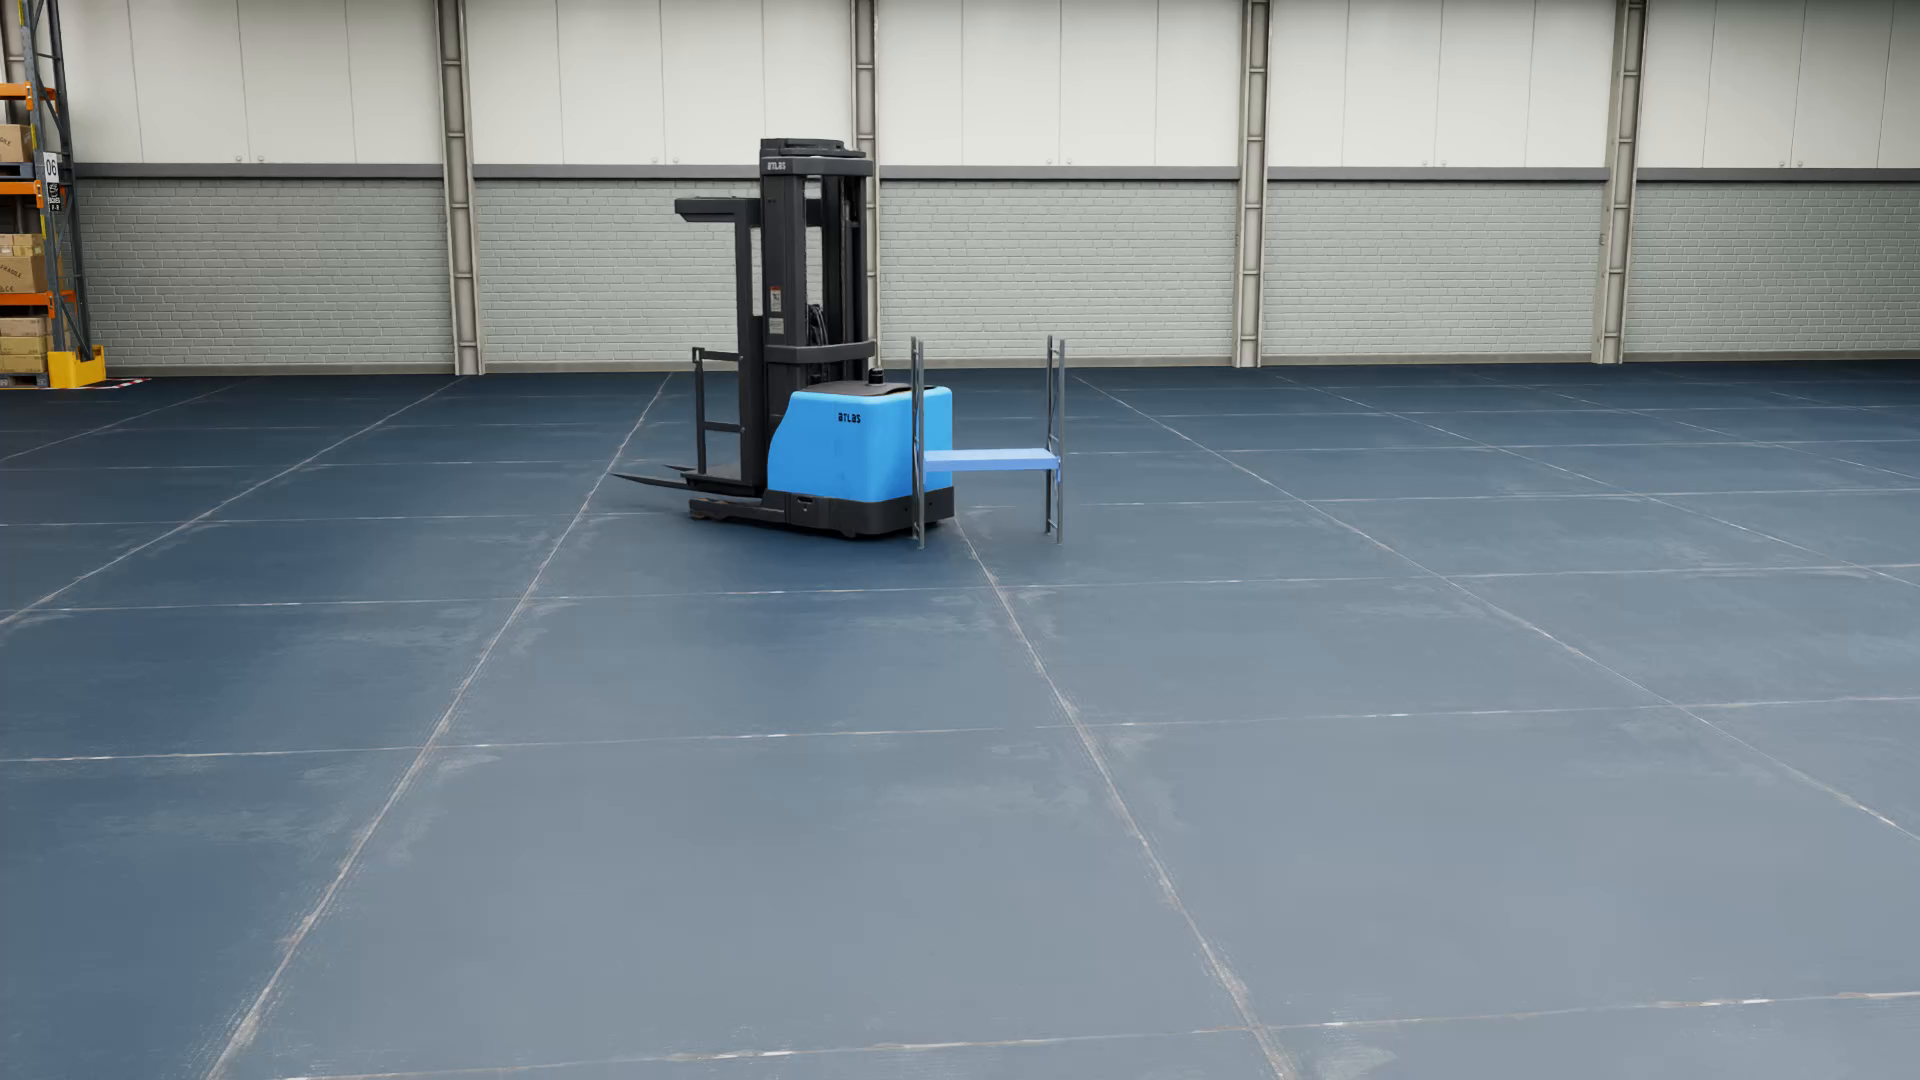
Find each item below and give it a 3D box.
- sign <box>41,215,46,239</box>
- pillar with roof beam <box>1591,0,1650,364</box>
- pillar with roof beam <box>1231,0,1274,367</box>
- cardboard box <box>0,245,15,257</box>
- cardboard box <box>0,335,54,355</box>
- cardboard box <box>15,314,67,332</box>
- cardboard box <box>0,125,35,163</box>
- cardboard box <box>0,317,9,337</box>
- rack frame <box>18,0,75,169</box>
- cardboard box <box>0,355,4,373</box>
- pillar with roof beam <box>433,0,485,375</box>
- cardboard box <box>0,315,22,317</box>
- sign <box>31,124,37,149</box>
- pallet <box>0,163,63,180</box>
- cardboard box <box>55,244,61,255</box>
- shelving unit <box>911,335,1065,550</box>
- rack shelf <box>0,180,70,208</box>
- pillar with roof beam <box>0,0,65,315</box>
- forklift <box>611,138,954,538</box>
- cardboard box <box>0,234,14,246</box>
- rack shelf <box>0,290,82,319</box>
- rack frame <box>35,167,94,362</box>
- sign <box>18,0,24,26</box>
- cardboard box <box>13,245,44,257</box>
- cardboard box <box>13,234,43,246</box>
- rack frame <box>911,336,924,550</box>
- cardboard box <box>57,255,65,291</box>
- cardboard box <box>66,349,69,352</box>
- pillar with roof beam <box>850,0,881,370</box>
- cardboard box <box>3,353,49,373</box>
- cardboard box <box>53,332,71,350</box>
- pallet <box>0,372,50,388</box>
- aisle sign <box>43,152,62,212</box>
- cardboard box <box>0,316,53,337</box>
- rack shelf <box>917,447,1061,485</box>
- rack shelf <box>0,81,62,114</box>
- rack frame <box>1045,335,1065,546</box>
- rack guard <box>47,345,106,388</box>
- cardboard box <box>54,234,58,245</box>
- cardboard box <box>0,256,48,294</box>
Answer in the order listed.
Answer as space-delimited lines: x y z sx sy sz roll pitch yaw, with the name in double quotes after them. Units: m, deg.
-12.523 -4.275 22.720 0.005 0.325 0.100 -1 11 -6 "sign"
10.967 -6.471 21.956 0.400 9.000 9.100 -1 11 -6 "pillar with roof beam"
5.002 -6.346 21.320 0.400 9.000 9.100 -1 11 -6 "pillar with roof beam"
-13.133 -3.990 22.947 0.250 0.149 0.380 -1 11 -5 "cardboard box"
-13.018 -2.727 23.206 0.500 0.250 0.500 -1 11 -7 "cardboard box"
-13.066 -3.068 23.648 0.500 0.250 0.500 -1 11 -7 "cardboard box"
-12.981 -5.415 22.752 0.500 0.500 0.500 -1 11 -4 "cardboard box"
-13.499 -2.961 23.101 0.500 0.250 0.500 -1 11 -5 "cardboard box"
-12.568 -6.638 22.807 0.127 3.000 1.000 -1 11 -6 "rack frame"
-13.496 -2.473 23.209 0.500 0.250 0.500 -1 11 -6 "cardboard box"
-6.927 -6.096 20.049 0.400 9.000 9.100 -1 11 -6 "pillar with roof beam"
-13.562 -3.057 23.591 0.500 0.250 0.500 -1 11 -6 "cardboard box"
-12.523 -5.458 22.488 0.005 0.325 0.100 -1 11 -6 "sign"
-13.273 -5.113 23.055 1.213 0.211 1.003 -1 11 -6 "pallet"
-12.933 -4.105 23.531 0.250 0.149 0.380 -1 11 -8 "cardboard box"
0.195 -0.725 12.169 1.048 1.500 0.538 -2 11 -8 "shelving unit"
-14.556 -4.772 22.954 4.000 0.370 1.077 -1 11 -6 "rack shelf"
-12.892 -5.971 19.413 0.400 9.000 9.100 -1 11 -6 "pillar with roof beam"
-1.533 -1.654 13.183 3.031 2.935 1.130 8 14 36 "forklift"
-13.143 -4.149 22.985 0.250 0.149 0.380 -1 11 -6 "cardboard box"
-14.556 -3.300 23.243 4.000 0.370 1.077 -1 11 -6 "rack shelf"
-12.568 -3.695 23.386 0.127 3.000 1.000 -1 11 -6 "rack frame"
-12.523 -7.031 22.178 0.005 0.325 0.100 -1 11 -6 "sign"
-12.882 -4.001 23.003 0.250 0.149 0.380 -1 11 -5 "cardboard box"
-12.901 -4.160 23.041 0.250 0.149 0.380 -1 11 -6 "cardboard box"
-0.308 -0.711 12.099 0.032 1.500 0.500 -2 11 -8 "rack frame"
-13.090 -3.787 23.595 0.500 0.500 0.500 -1 11 -4 "cardboard box"
-13.077 -2.579 23.749 0.500 0.250 0.500 -1 11 -6 "cardboard box"
-0.963 -6.221 20.685 0.400 9.000 9.100 -1 11 -6 "pillar with roof beam"
-13.001 -2.481 23.252 0.500 0.250 0.500 -1 11 -6 "cardboard box"
-13.058 -2.827 23.715 0.500 0.250 0.500 -1 11 -5 "cardboard box"
-13.323 -2.303 23.533 1.213 0.211 1.003 -1 11 -6 "pallet"
-12.471 -4.915 22.855 0.004 0.787 0.394 -1 11 -6 "aisle sign"
-12.992 -2.973 23.161 0.500 0.250 0.500 -1 11 -4 "cardboard box"
0.195 -0.549 12.204 1.000 0.185 0.538 -2 11 -8 "rack shelf"
-14.556 -6.047 22.703 4.000 0.370 1.077 -1 11 -6 "rack shelf"
0.699 -0.739 12.240 0.032 1.500 0.500 -2 11 -8 "rack frame"
-12.544 -2.469 23.629 0.348 0.500 1.175 -1 11 -6 "rack guard"
-12.925 -4.242 23.458 0.250 0.149 0.380 -1 11 -7 "cardboard box"
-13.029 -3.683 23.068 0.500 0.500 0.500 -1 11 -7 "cardboard box"
